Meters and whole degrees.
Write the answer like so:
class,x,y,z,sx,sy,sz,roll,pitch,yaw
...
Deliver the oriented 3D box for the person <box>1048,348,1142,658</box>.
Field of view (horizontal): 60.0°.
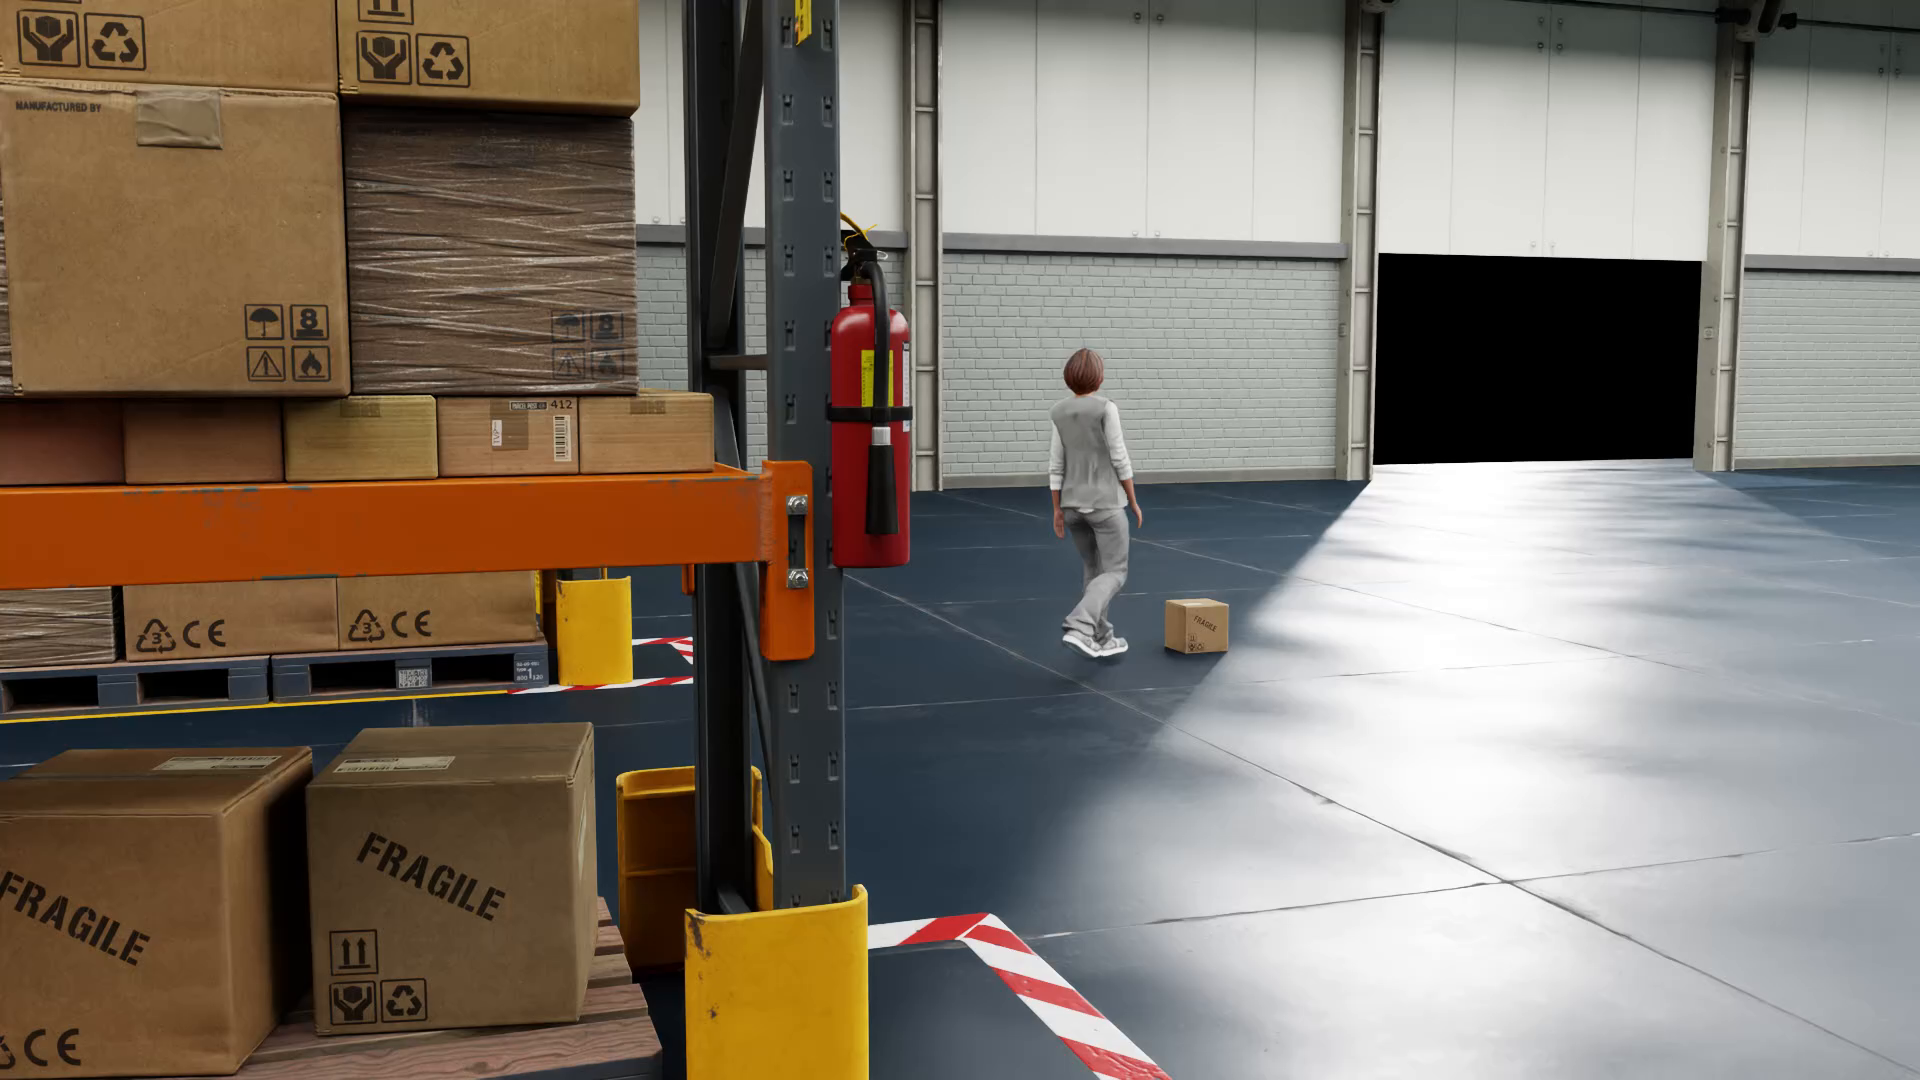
class,x,y,z,sx,sy,sz,roll,pitch,yaw
person,0.677,-0.165,8.261,0.411,1.564,0.777,5,8,40
